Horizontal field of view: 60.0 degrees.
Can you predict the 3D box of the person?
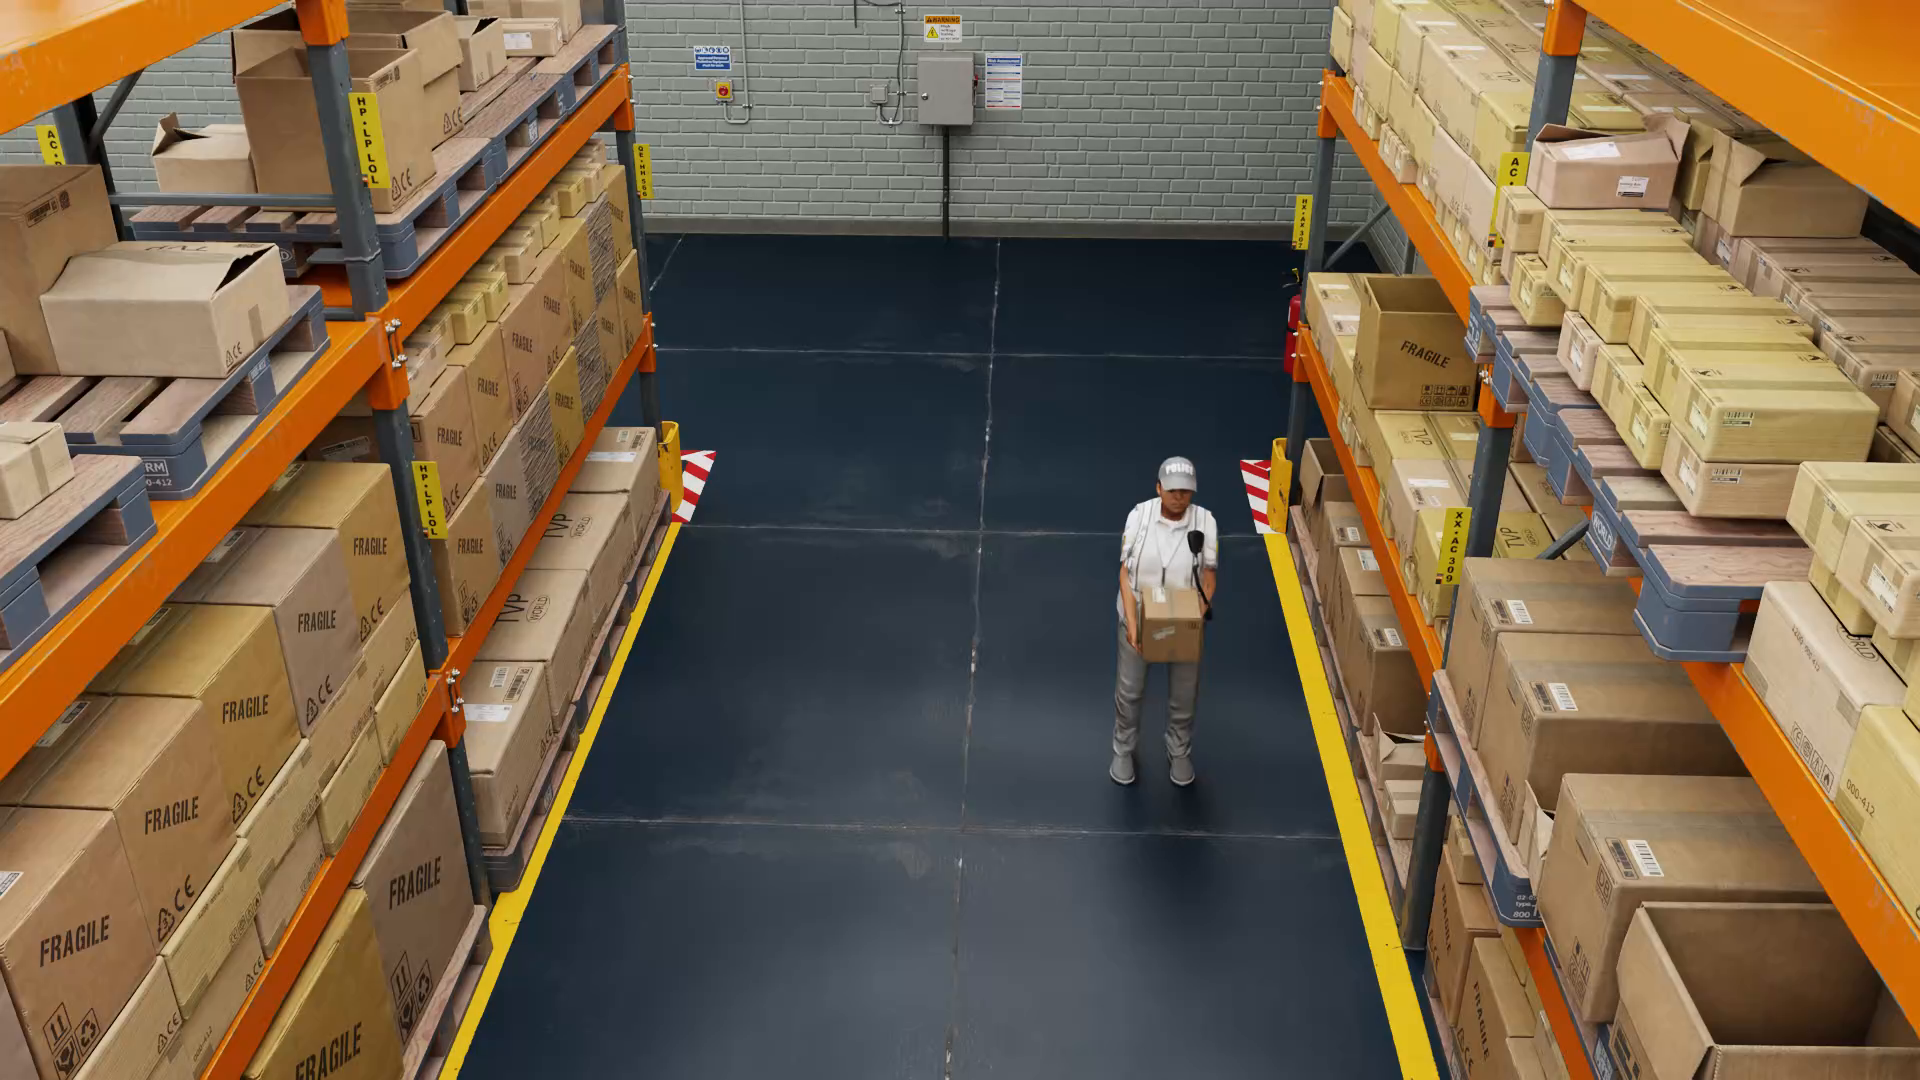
[{"bbox_3d":[0.965,0.418,7.838,0.457,1.662,0.532,3,28,6],"label":"person"}]
